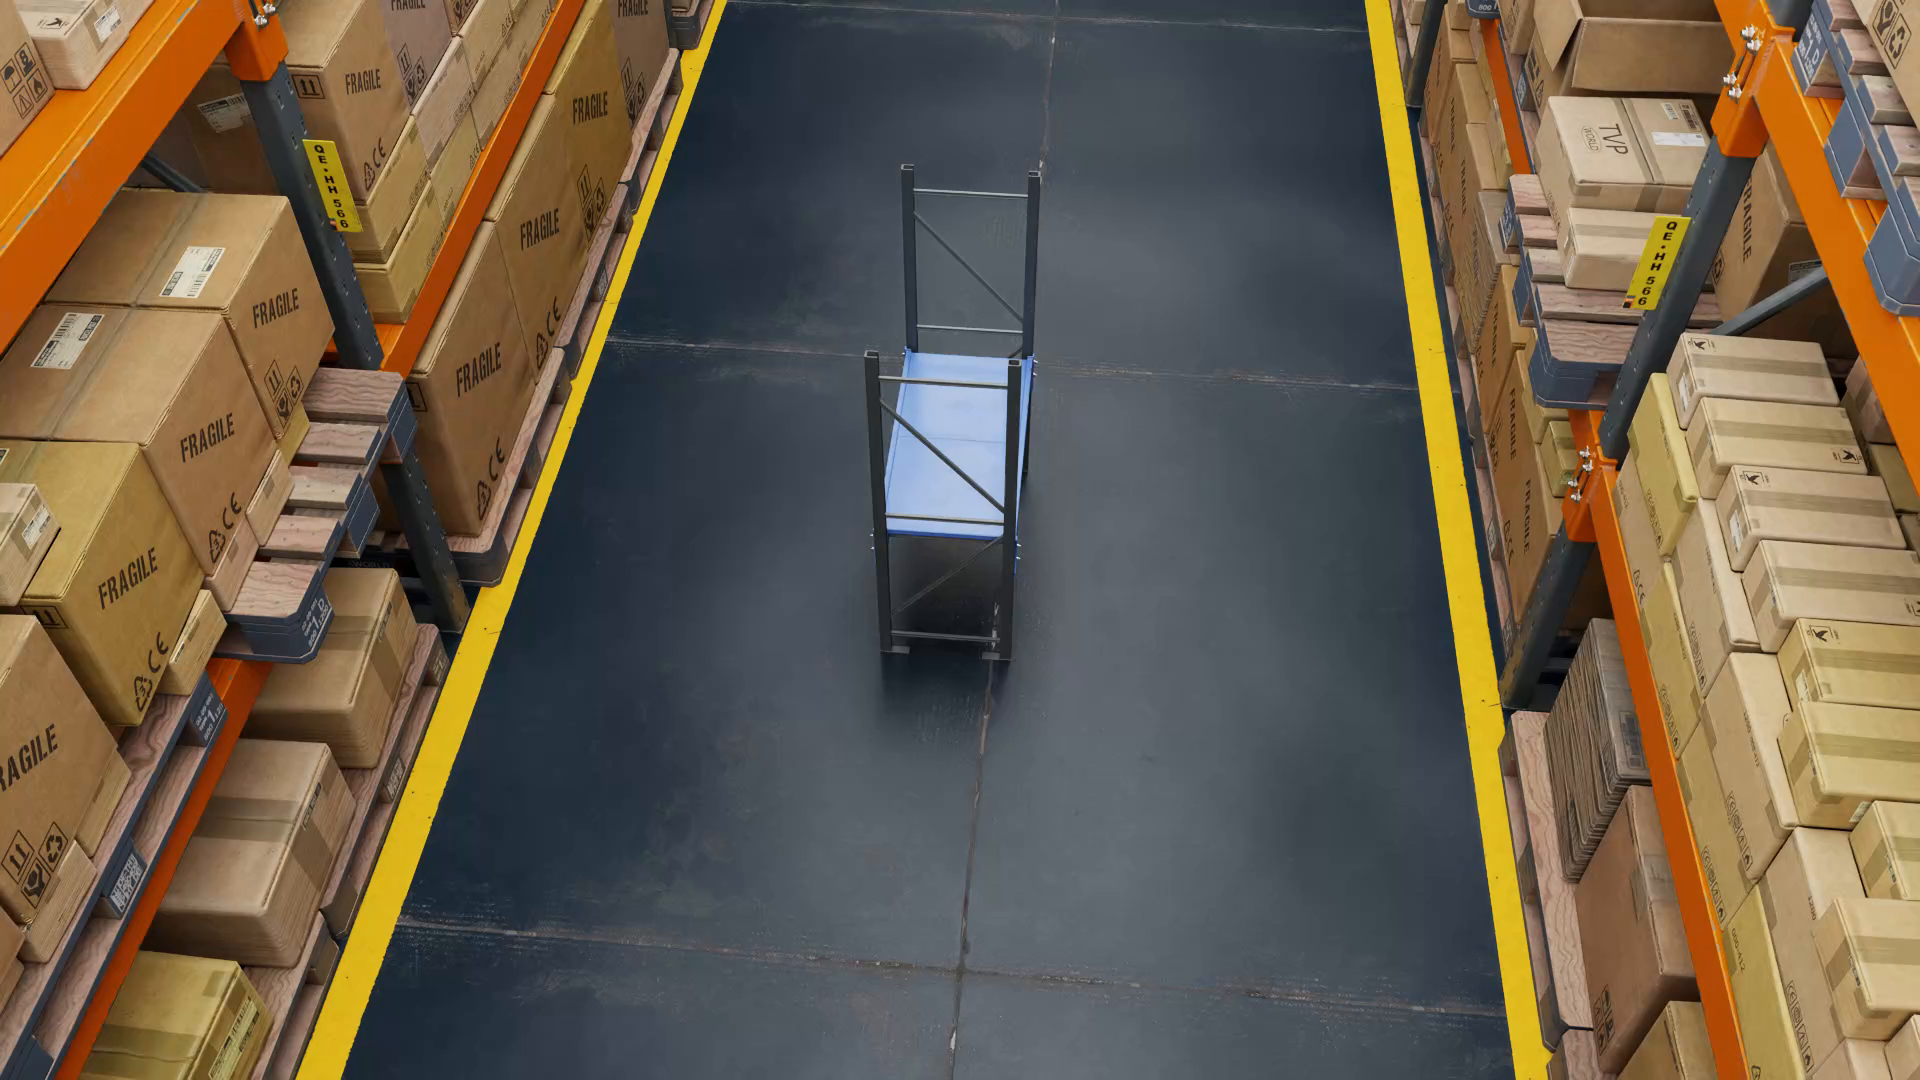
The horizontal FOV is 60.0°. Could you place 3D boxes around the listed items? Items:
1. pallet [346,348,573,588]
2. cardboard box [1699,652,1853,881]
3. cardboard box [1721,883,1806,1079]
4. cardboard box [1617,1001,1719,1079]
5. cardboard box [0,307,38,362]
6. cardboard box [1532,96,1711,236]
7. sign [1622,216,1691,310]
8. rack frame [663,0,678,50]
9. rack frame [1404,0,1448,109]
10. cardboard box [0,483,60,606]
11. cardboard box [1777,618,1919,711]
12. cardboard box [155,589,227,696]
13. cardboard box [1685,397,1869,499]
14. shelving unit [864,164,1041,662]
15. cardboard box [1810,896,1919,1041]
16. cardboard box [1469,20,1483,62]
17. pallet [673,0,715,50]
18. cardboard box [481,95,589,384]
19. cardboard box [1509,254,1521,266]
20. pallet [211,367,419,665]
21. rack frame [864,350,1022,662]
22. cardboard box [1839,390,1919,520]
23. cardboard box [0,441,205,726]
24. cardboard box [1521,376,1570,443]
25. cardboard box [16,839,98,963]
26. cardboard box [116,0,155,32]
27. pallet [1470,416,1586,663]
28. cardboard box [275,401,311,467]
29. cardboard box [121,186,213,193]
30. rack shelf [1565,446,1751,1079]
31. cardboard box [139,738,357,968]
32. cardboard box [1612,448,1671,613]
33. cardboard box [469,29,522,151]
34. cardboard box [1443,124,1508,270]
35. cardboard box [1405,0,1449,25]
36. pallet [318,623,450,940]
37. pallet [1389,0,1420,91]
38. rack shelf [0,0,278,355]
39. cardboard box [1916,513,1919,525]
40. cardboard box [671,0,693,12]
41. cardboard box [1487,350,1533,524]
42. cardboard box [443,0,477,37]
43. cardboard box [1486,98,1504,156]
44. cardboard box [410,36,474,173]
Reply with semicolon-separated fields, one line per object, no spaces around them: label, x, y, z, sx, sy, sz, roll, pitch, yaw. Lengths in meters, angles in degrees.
pallet;-2.273;-0.355;6.958;1.003;0.211;1.213;4;48;4
cardboard box;2.127;0.552;4.001;0.500;0.250;0.500;3;48;3
cardboard box;2.100;1.099;3.840;0.500;0.250;0.500;5;48;5
cardboard box;2.340;1.702;4.512;0.875;0.625;0.625;2;48;2
cardboard box;-2.732;-0.299;4.463;0.500;0.500;0.500;6;48;6
cardboard box;2.297;-1.279;5.730;0.500;0.250;0.500;2;48;2
sign;1.982;-0.785;4.730;0.100;0.325;0.005;4;48;4
rack frame;-2.056;-3.661;8.092;1.000;3.000;0.127;4;48;4
rack frame;2.888;-3.330;7.789;1.000;3.000;0.127;4;48;4
cardboard box;-2.288;0.004;3.746;0.380;0.149;0.250;2;48;2
cardboard box;2.176;0.337;3.927;0.380;0.149;0.250;4;48;4
cardboard box;-2.188;0.255;4.395;0.380;0.149;0.250;5;48;4
cardboard box;2.178;-0.233;4.449;0.380;0.149;0.250;5;48;4
shelving unit;-0.008;-0.443;6.165;0.538;1.500;1.048;4;48;4
cardboard box;2.003;0.889;3.423;0.380;0.149;0.250;3;48;2
cardboard box;2.642;-2.393;7.902;0.380;0.149;0.250;3;48;2
pallet;-1.908;-3.274;9.627;1.003;0.211;1.213;4;48;4
cardboard box;-2.189;-1.304;7.091;0.875;0.875;0.875;4;48;4
cardboard box;2.465;-1.260;6.866;0.380;0.149;0.250;2;48;2
pallet;-2.379;-0.126;4.989;1.213;0.211;1.003;4;48;4
rack frame;-0.054;-0.070;5.824;0.500;1.500;0.032;4;48;4
cardboard box;2.759;-0.160;4.653;0.500;0.250;0.500;5;48;4
cardboard box;-2.266;0.106;4.092;0.500;0.500;0.500;1;48;1
cardboard box;2.310;-0.491;6.162;0.380;0.149;0.250;2;48;2
cardboard box;-2.273;0.820;3.879;0.380;0.149;0.250;6;48;5
cardboard box;-2.240;-1.404;4.165;0.380;0.149;0.250;4;48;4
pallet;2.629;0.004;6.629;1.003;0.211;1.213;4;48;4
cardboard box;-2.168;-0.320;4.922;0.380;0.149;0.250;5;48;4
cardboard box;-2.629;-1.213;5.616;0.500;0.250;0.500;4;48;3
rack shelf;2.341;1.322;4.022;1.077;0.370;4.000;4;48;4
cardboard box;-2.541;0.980;5.343;0.950;0.372;0.625;3;48;3
cardboard box;2.239;-0.031;4.873;0.500;0.250;0.500;4;48;4
cardboard box;-2.042;-1.778;6.471;0.500;0.250;0.500;5;48;5
cardboard box;2.531;-1.530;7.552;0.500;0.500;0.500;3;48;2
cardboard box;2.646;-2.939;9.079;0.380;0.149;0.250;3;48;2
pallet;-2.493;0.793;5.907;1.003;0.211;1.213;4;48;4
pallet;2.951;-2.894;9.280;1.003;0.211;1.213;4;48;4
rack shelf;-2.602;-0.022;3.218;1.077;0.370;4.000;4;48;4
cardboard box;2.698;-0.005;4.240;0.380;0.149;0.250;4;48;3
cardboard box;-1.891;-3.393;9.298;0.875;0.438;0.875;3;48;3
cardboard box;2.404;-0.381;6.501;0.500;0.500;0.500;3;48;3
cardboard box;-2.034;-2.183;5.995;0.500;0.500;0.500;5;48;5
cardboard box;2.558;-1.820;7.378;0.380;0.149;0.250;4;48;3
cardboard box;-2.080;-1.576;5.947;0.500;0.250;0.500;5;48;4
